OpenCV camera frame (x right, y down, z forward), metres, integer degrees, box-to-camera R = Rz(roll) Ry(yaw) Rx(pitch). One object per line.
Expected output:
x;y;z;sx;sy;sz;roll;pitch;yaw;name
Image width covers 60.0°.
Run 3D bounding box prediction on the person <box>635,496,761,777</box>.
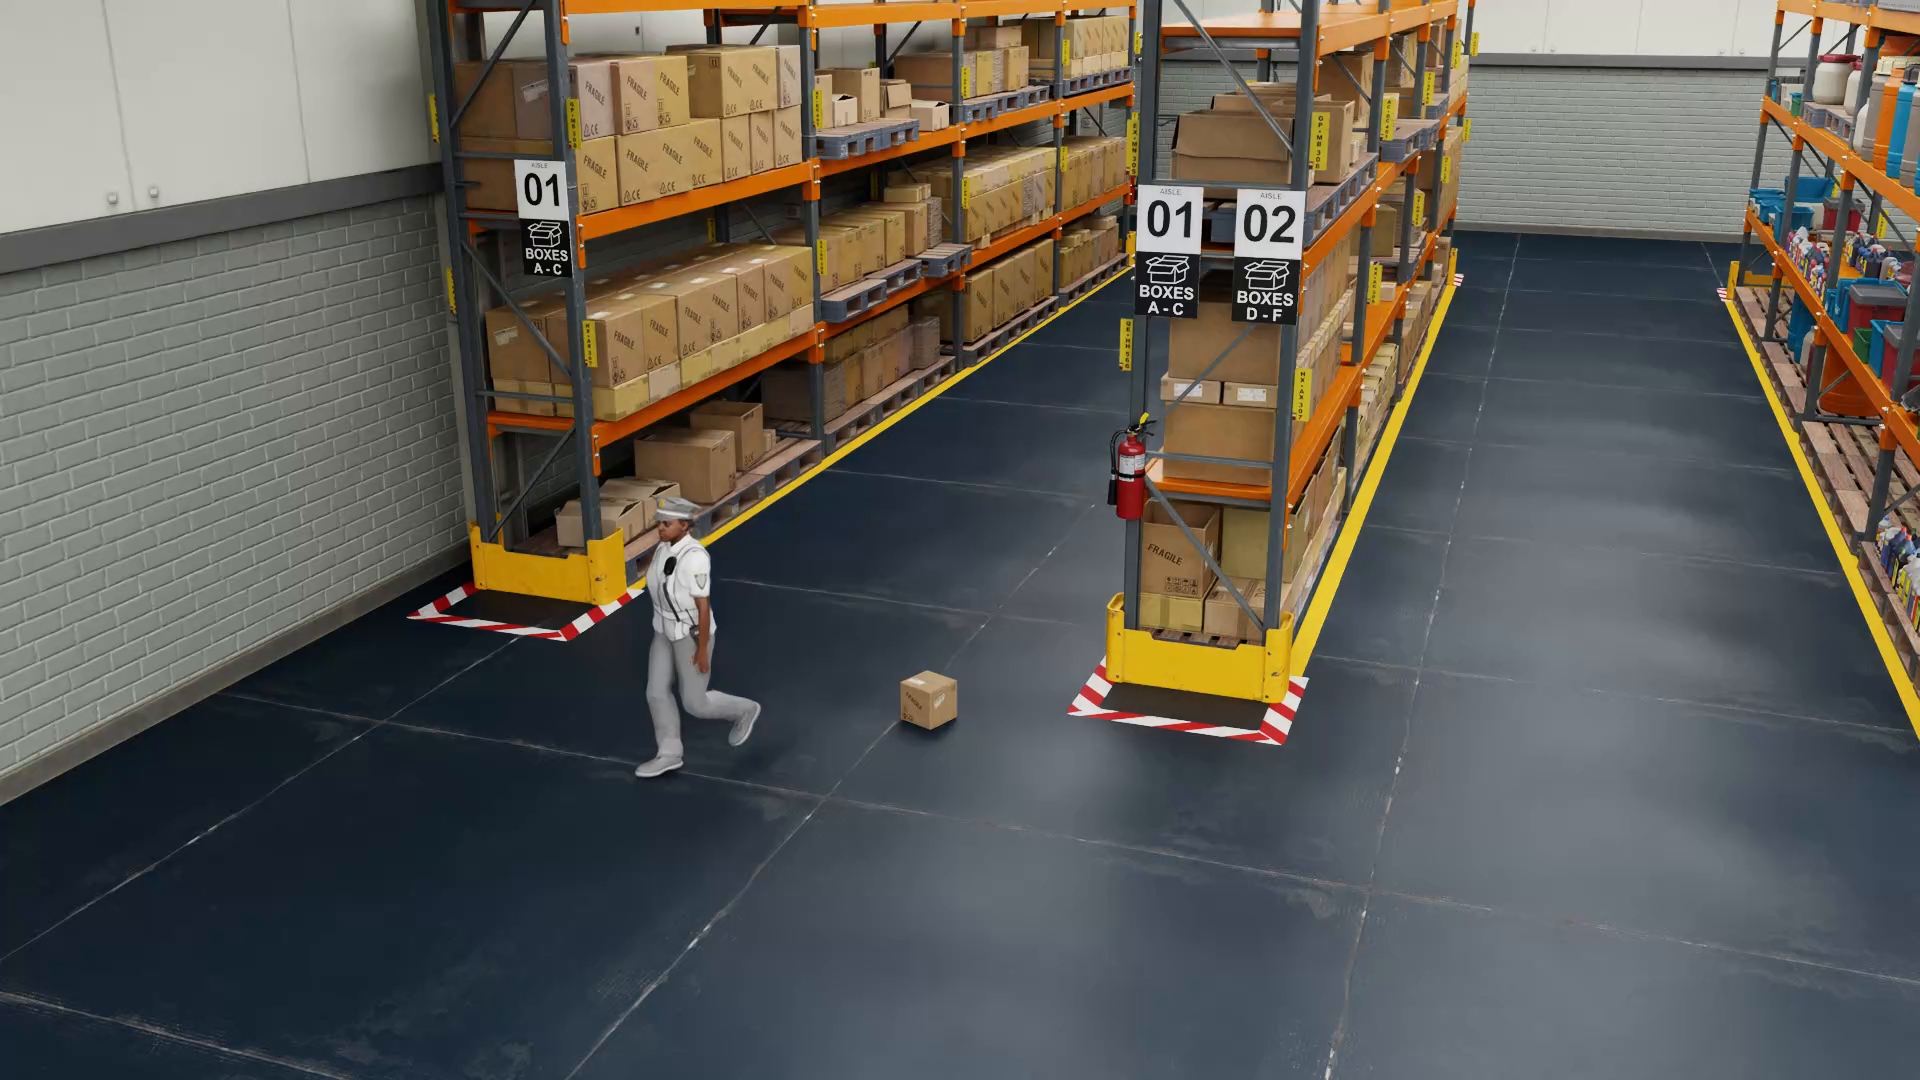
-1.521;0.521;9.443;0.744;1.659;0.464;-16;24;-38;person
